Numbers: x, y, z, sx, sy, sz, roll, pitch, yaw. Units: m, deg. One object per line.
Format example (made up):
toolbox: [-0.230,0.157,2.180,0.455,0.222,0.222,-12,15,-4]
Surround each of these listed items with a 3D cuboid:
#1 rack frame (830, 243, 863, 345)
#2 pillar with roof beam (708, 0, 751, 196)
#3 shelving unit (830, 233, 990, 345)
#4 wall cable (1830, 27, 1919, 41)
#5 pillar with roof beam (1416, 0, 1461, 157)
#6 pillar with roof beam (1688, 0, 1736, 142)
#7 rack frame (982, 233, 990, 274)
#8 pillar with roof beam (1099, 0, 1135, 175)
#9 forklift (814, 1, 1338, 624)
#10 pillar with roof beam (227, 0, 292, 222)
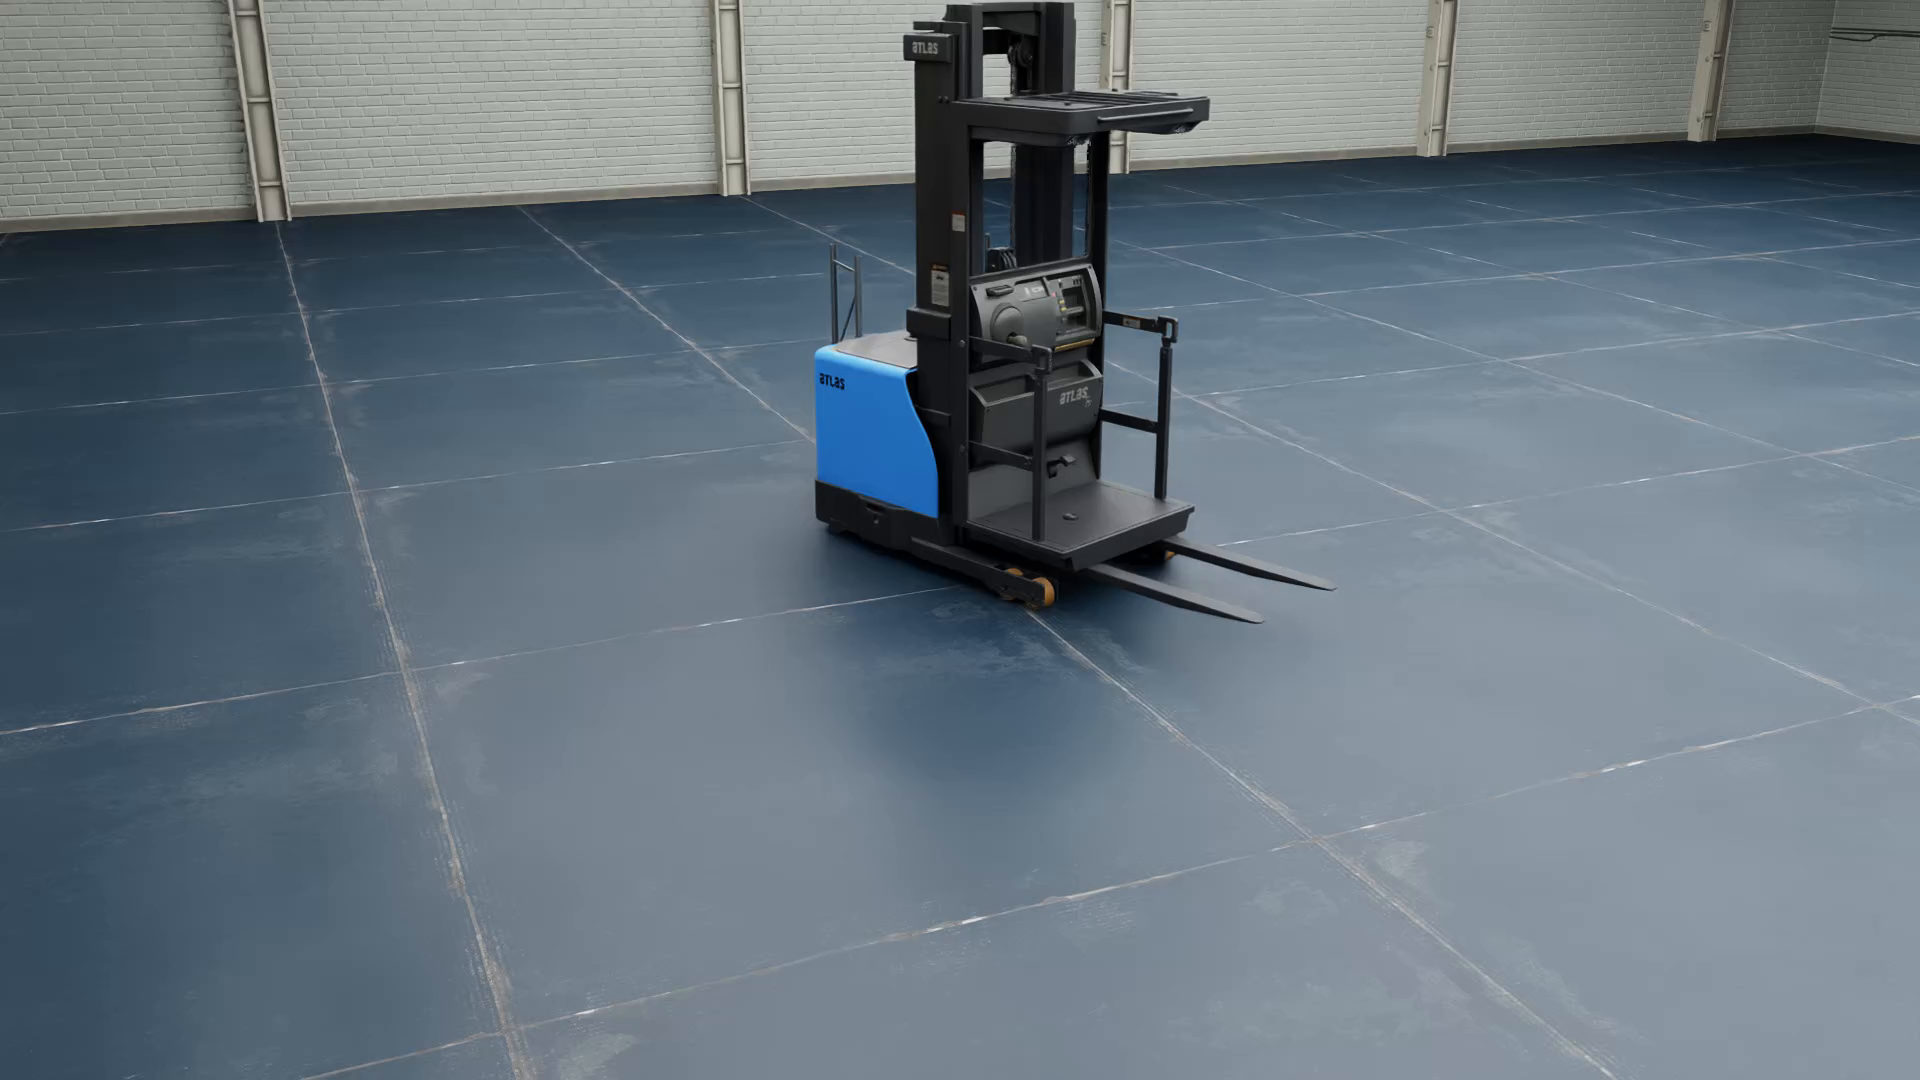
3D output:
rack frame: [-0.686,-1.025,10.175,0.032,1.500,0.500,-8,21,-21]
pillar with roof beam: [-1.455,-7.776,18.058,0.400,9.000,9.100,-8,21,-22]
shelving unit: [-0.217,-1.090,10.359,1.048,1.500,0.538,-8,21,-21]
wall cable: [16.597,-9.977,28.983,0.112,2.526,3.097,-8,21,-22]
pillar with roof beam: [9.564,-9.355,22.541,0.400,9.000,9.100,-8,21,-22]
pillar with roof beam: [15.073,-10.144,24.783,0.400,9.000,9.100,-8,21,-22]
rack frame: [0.252,-1.155,10.543,0.032,1.500,0.500,-8,21,-21]
pillar with roof beam: [4.055,-8.566,20.300,0.400,9.000,9.100,-8,21,-22]
forklift: [0.557,-1.218,8.568,3.031,2.935,1.130,18,26,42]
pillar with roof beam: [-6.964,-6.987,15.816,0.400,9.000,9.100,-8,21,-22]
